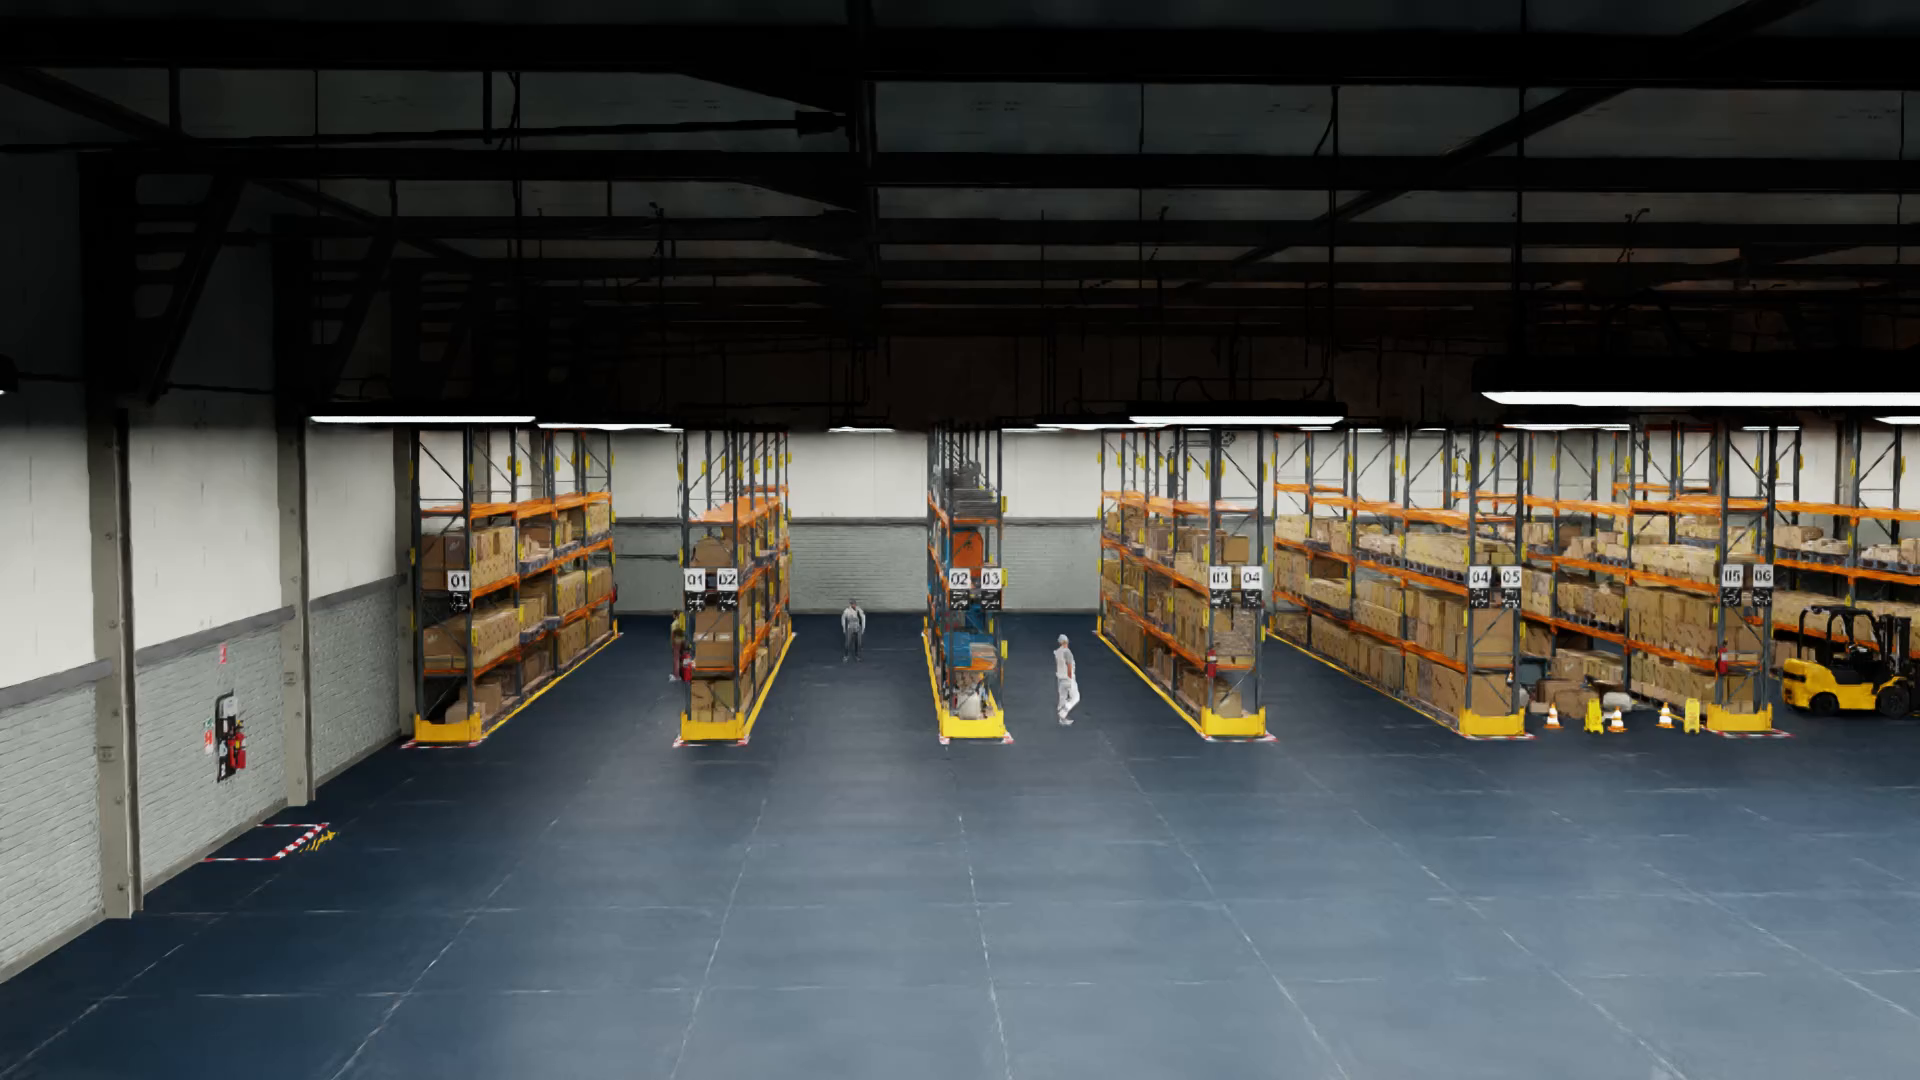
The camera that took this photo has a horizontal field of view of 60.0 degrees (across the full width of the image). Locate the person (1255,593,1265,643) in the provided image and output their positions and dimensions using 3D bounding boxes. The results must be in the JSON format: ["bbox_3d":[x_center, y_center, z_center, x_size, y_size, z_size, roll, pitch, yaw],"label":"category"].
[{"bbox_3d":[7.979,1.957,45.433,0.702,1.734,0.549,0,4,-4],"label":"person"}]

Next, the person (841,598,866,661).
[{"bbox_3d":[-2.679,2.241,41.822,0.639,1.627,0.506,0,4,-5],"label":"person"}]

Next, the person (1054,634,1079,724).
[{"bbox_3d":[2.055,2.735,32.662,0.445,1.786,0.594,-2,4,-28],"label":"person"}]

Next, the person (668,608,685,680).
[{"bbox_3d":[-6.594,2.403,38.589,0.477,1.675,0.493,2,4,28],"label":"person"}]
